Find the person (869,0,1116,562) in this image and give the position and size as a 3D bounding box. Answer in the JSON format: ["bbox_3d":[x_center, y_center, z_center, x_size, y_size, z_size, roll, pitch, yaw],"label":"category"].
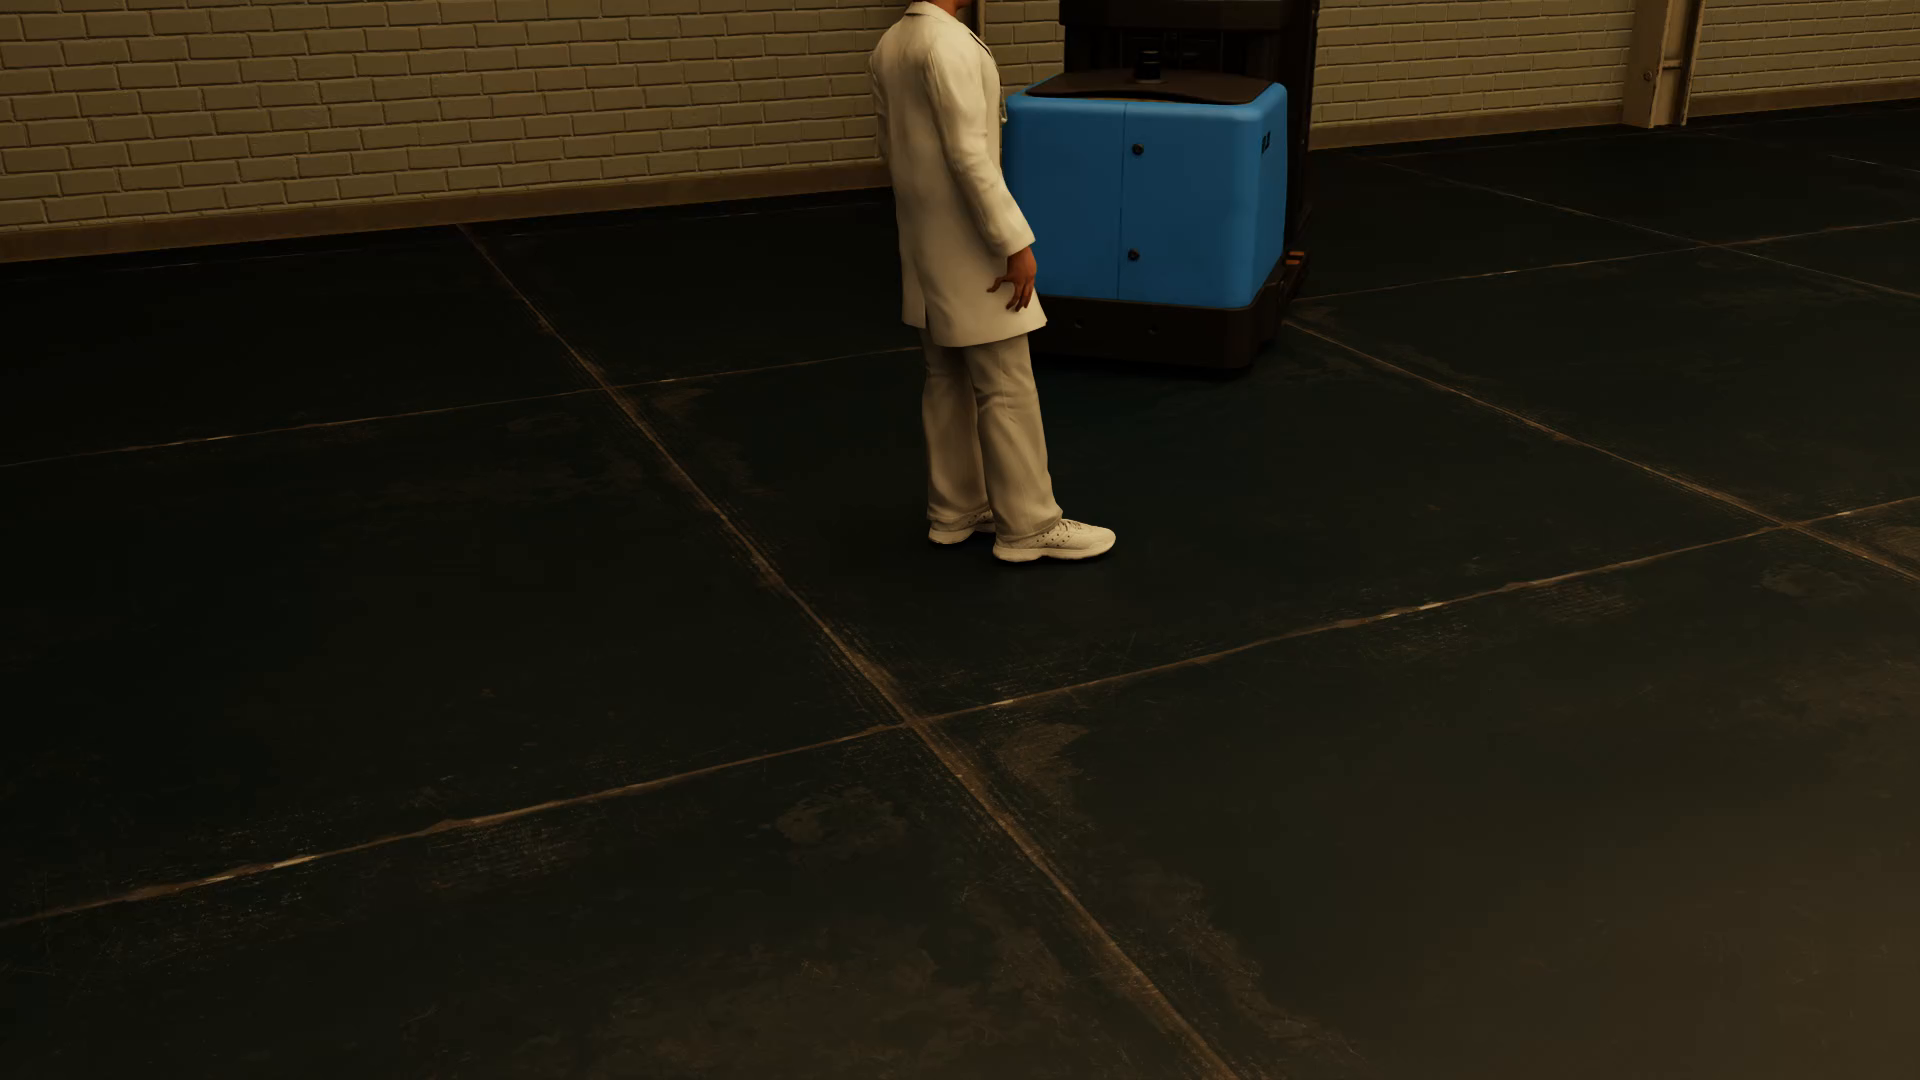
[{"bbox_3d":[0.085,-0.841,4.796,0.577,1.779,0.698,-10,25,-23],"label":"person"}]

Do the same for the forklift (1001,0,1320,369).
[{"bbox_3d":[1.077,-2.563,7.456,1.130,2.935,3.031,7,24,16],"label":"forklift"}]
